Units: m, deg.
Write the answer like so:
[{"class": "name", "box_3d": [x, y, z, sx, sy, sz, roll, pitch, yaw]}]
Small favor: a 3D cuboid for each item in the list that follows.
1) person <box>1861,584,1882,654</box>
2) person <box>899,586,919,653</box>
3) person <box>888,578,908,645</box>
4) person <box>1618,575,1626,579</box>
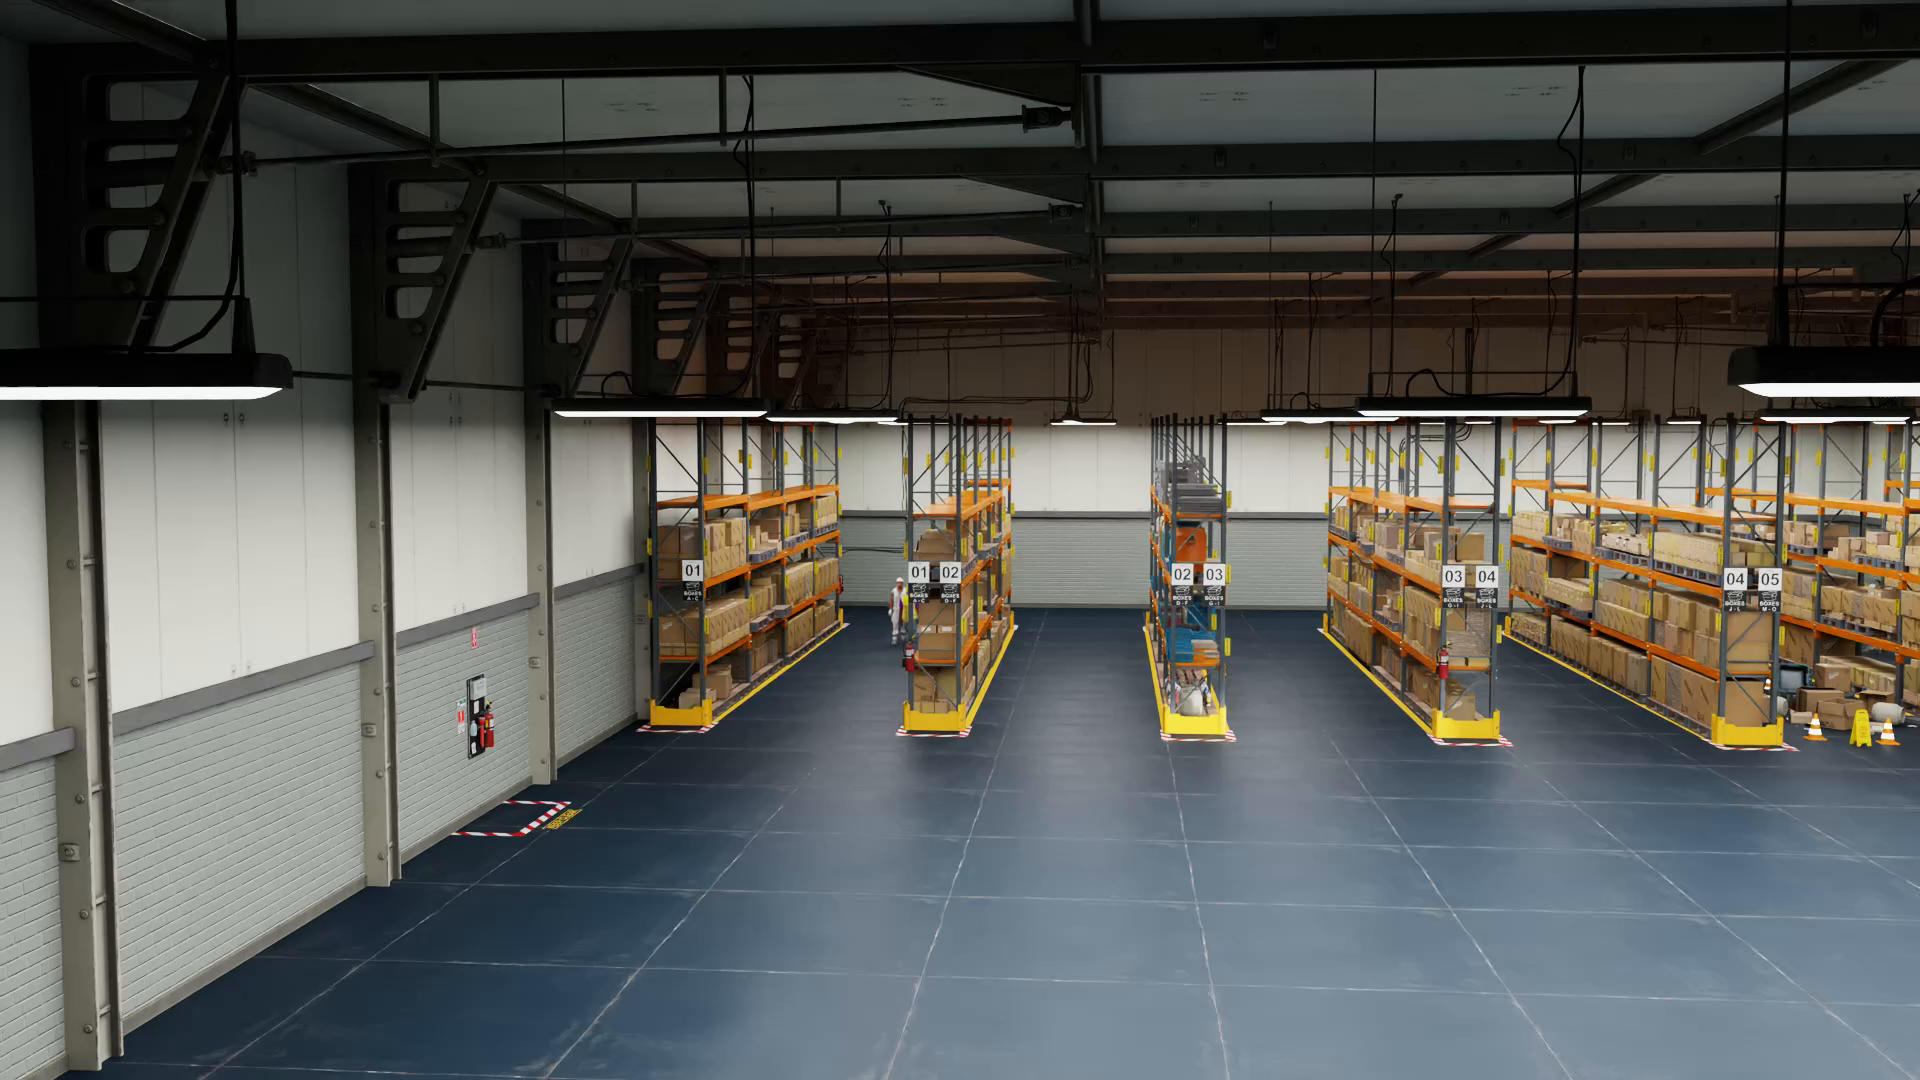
[{"class": "person", "box_3d": [23.197, 1.991, 42.171, 0.566, 1.744, 0.530, -2, 4, -24]}, {"class": "person", "box_3d": [-1.265, 2.014, 42.136, 0.610, 1.765, 0.512, 2, 4, 30]}, {"class": "person", "box_3d": [-1.607, 1.866, 43.982, 0.600, 1.721, 1.050, 0, 4, 1]}, {"class": "person", "box_3d": [18.509, 1.782, 46.475, 1.007, 1.566, 0.425, 2, 4, 22]}]
